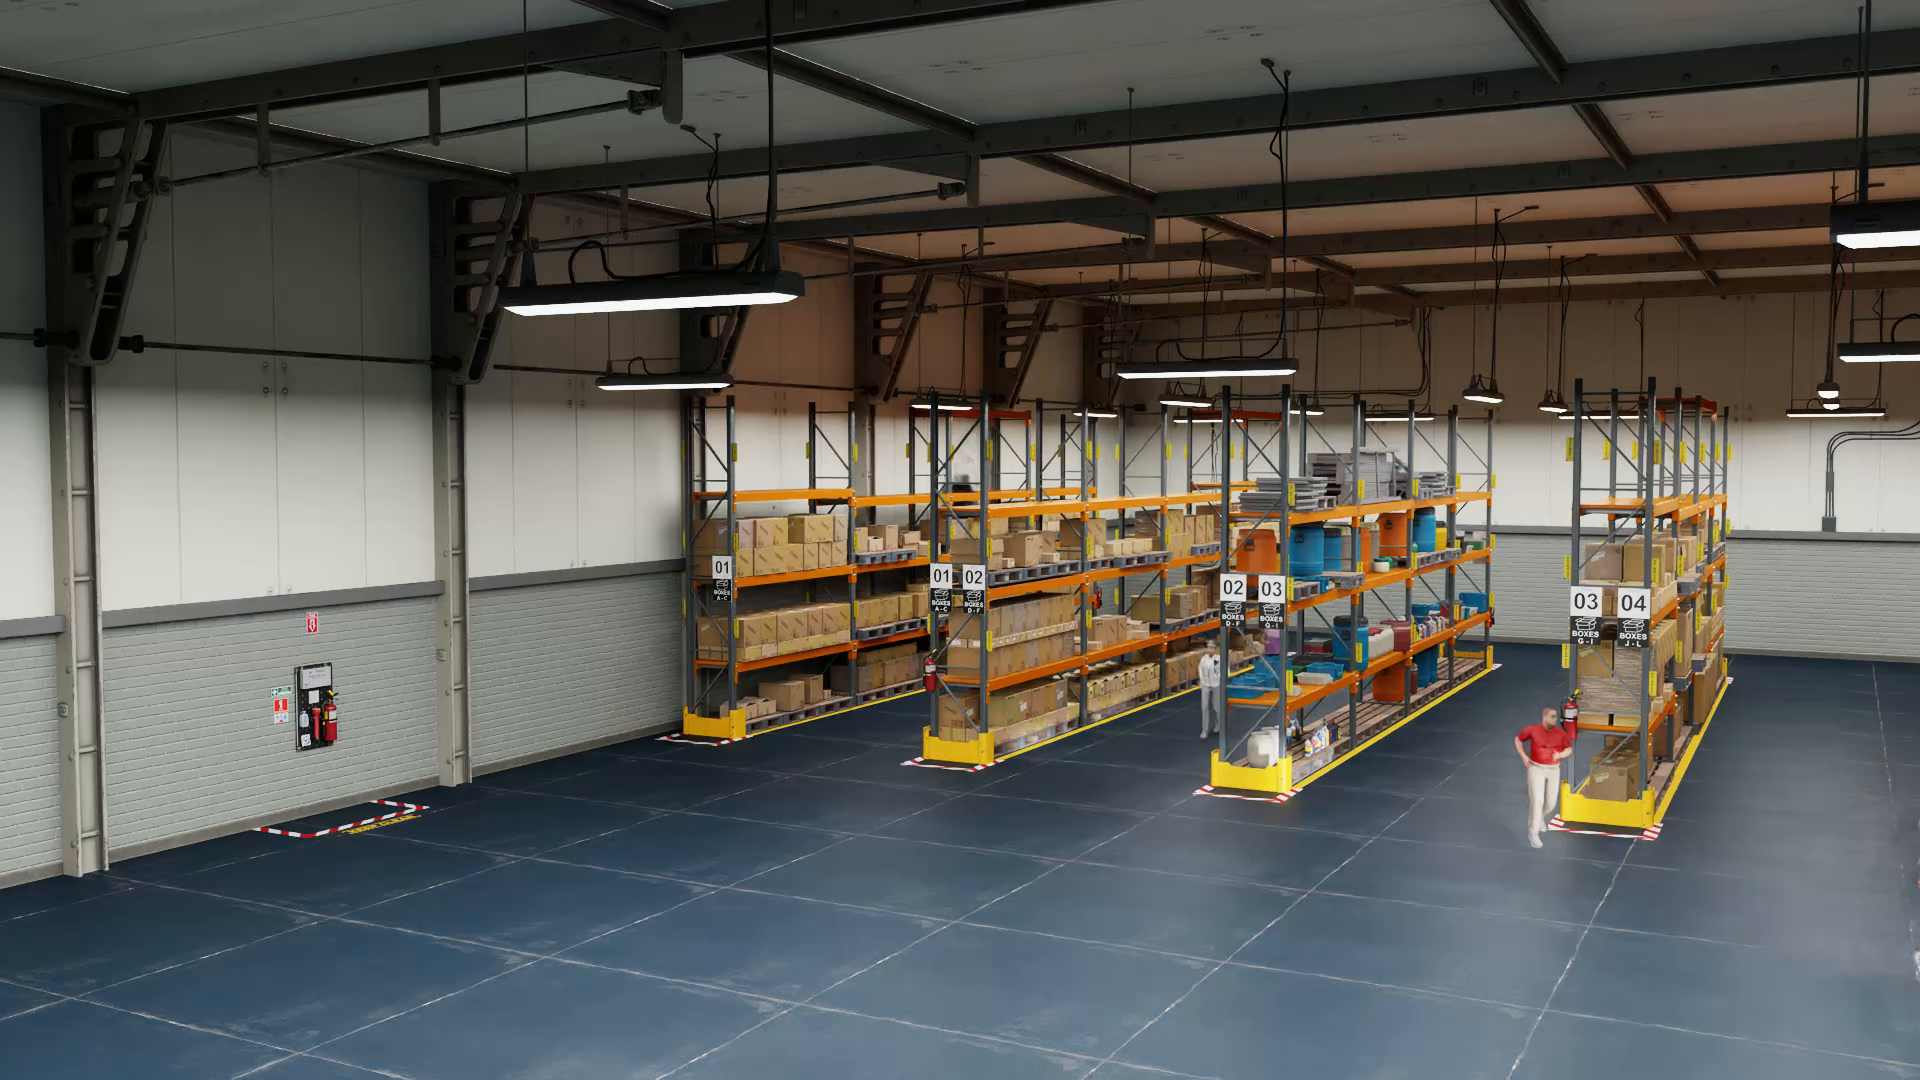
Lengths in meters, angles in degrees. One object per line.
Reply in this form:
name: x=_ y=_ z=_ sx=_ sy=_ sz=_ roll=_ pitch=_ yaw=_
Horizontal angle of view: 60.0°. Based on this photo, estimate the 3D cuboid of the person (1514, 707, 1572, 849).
person: x=7.570 y=3.025 z=21.477 sx=0.677 sy=1.728 sz=0.981 roll=0 pitch=3 yaw=-4

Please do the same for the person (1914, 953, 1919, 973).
person: x=9.083 y=3.400 z=15.182 sx=0.614 sy=1.625 sz=0.551 roll=-2 pitch=4 yaw=-37

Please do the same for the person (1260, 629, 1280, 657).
person: x=6.476 y=2.365 z=34.393 sx=0.539 sy=1.595 sz=0.815 roll=1 pitch=3 yaw=19

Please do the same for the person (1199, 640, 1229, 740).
person: x=4.458 y=2.613 z=29.310 sx=0.605 sy=1.729 sz=0.794 roll=1 pitch=3 yaw=22
